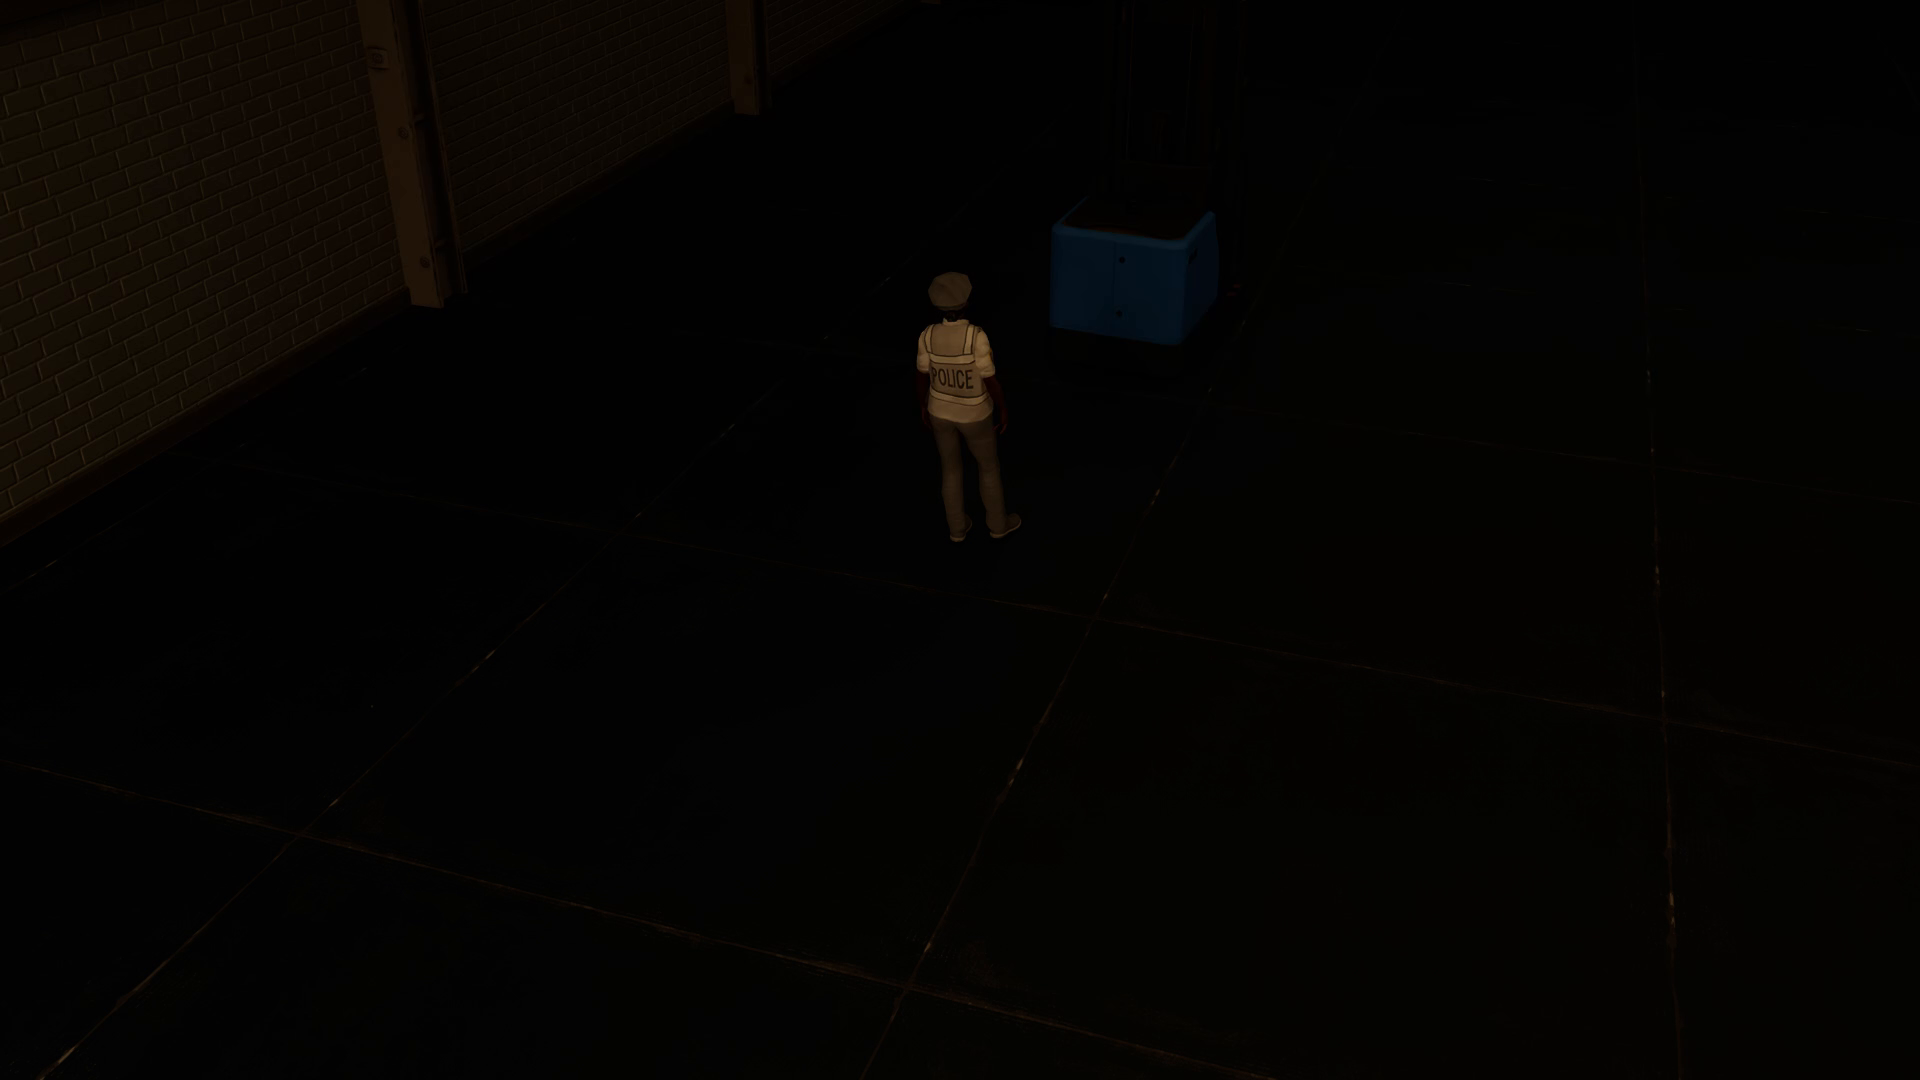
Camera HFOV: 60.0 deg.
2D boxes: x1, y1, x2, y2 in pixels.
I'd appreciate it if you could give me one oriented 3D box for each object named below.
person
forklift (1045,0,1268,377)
[{"bbox_3d":[0.043,-0.774,9.730,0.569,1.693,0.528,10,31,16],"label":"person"},{"bbox_3d":[1.672,-3.163,12.685,1.130,2.935,3.031,12,32,20],"label":"forklift"}]
